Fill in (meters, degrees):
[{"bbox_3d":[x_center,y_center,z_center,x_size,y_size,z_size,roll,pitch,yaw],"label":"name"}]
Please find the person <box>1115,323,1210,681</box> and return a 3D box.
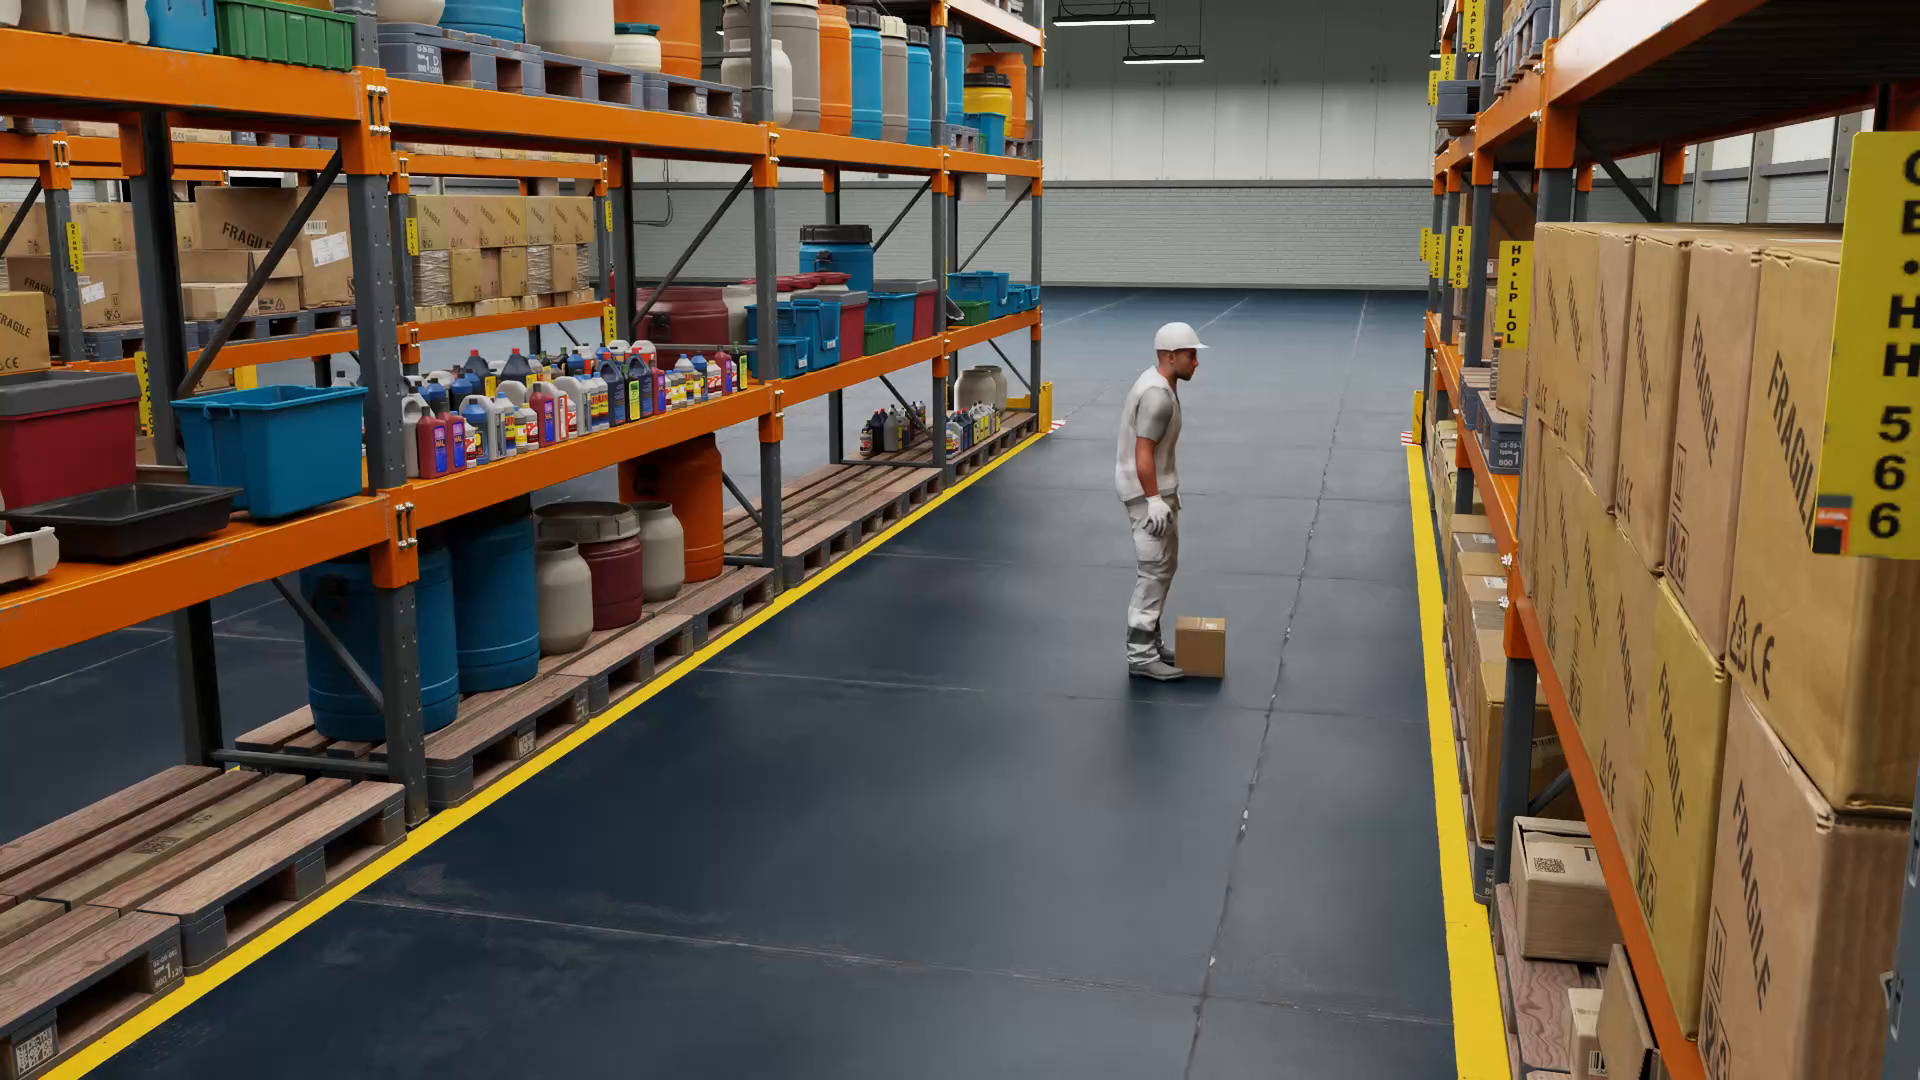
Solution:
[{"bbox_3d":[1.018,-0.210,8.453,0.455,1.779,0.612,3,12,13],"label":"person"}]
